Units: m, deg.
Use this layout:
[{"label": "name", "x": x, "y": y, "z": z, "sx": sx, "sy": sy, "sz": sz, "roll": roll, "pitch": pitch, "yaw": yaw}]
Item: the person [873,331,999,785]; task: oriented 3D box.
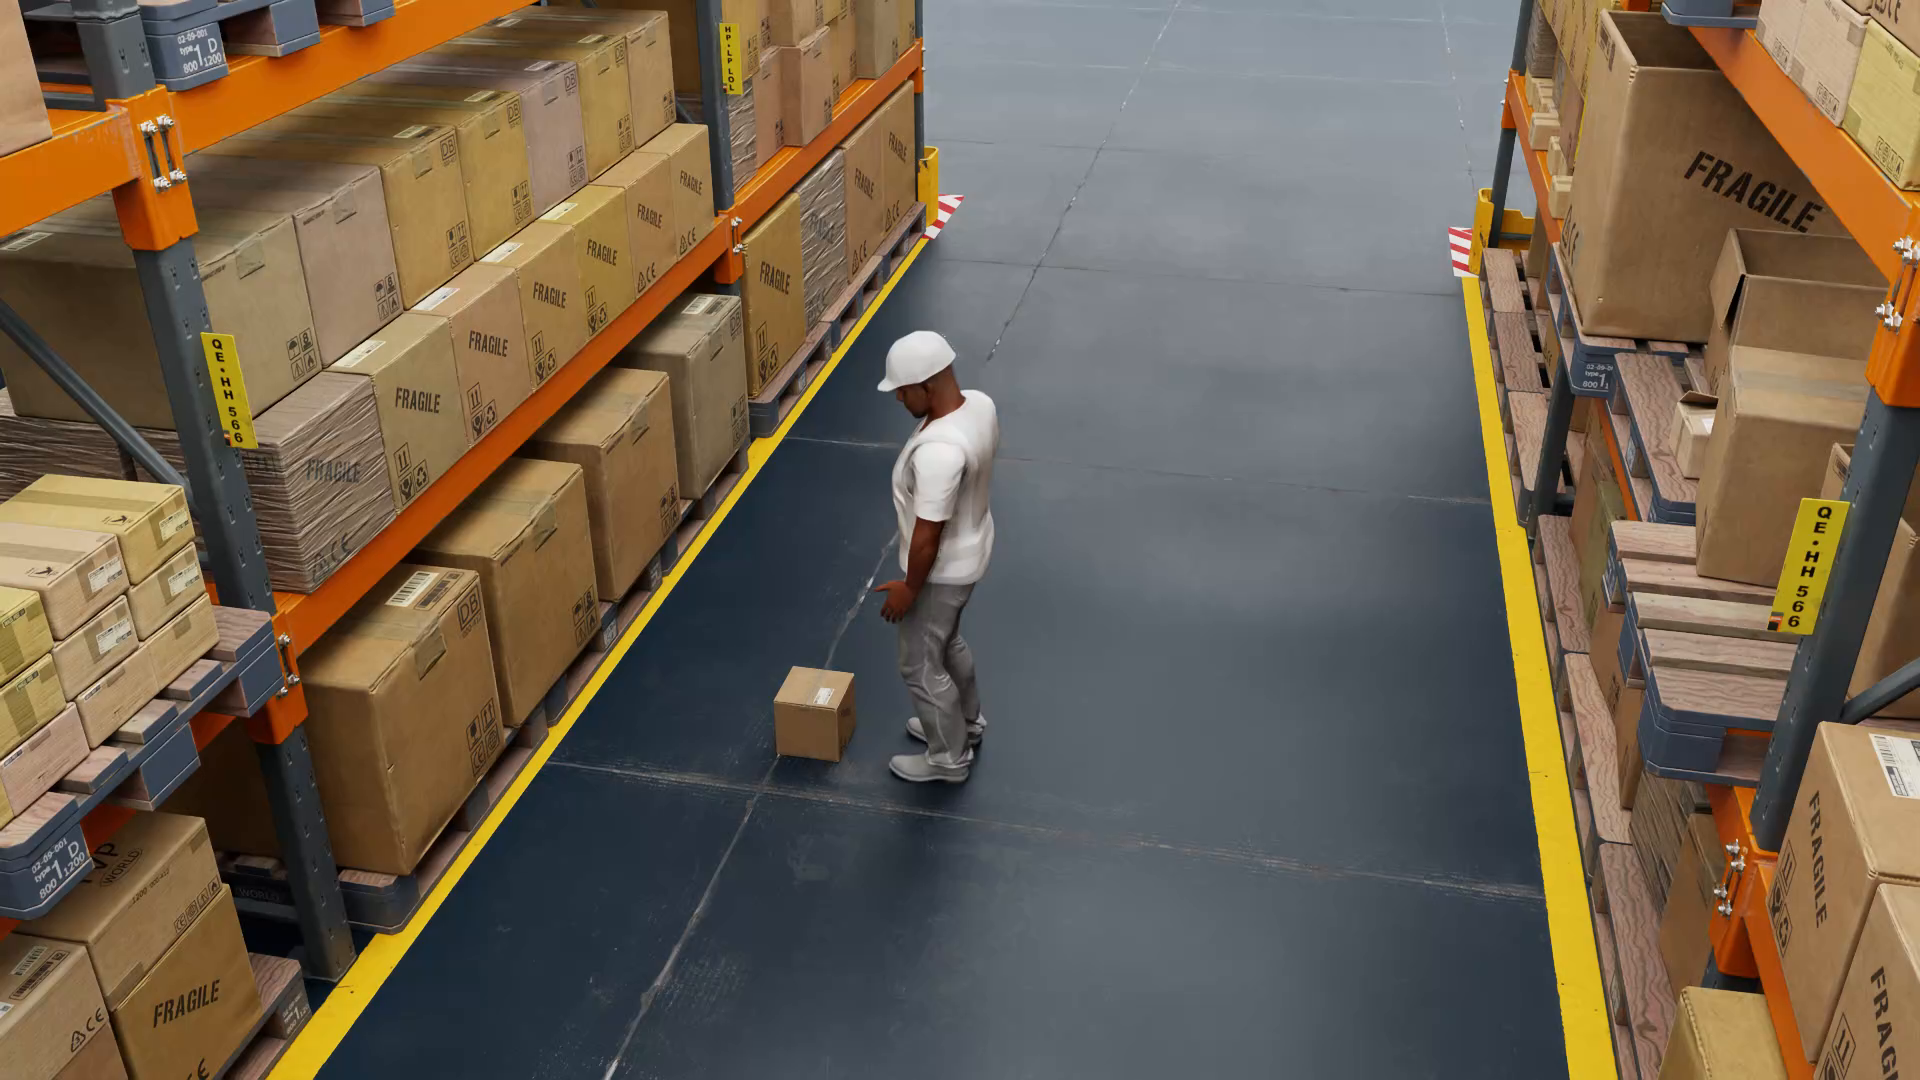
[{"label": "person", "x": -0.085, "y": 0.076, "z": 5.979, "sx": 0.390, "sy": 1.747, "sz": 0.575, "roll": 6, "pitch": 29, "yaw": 12}]
